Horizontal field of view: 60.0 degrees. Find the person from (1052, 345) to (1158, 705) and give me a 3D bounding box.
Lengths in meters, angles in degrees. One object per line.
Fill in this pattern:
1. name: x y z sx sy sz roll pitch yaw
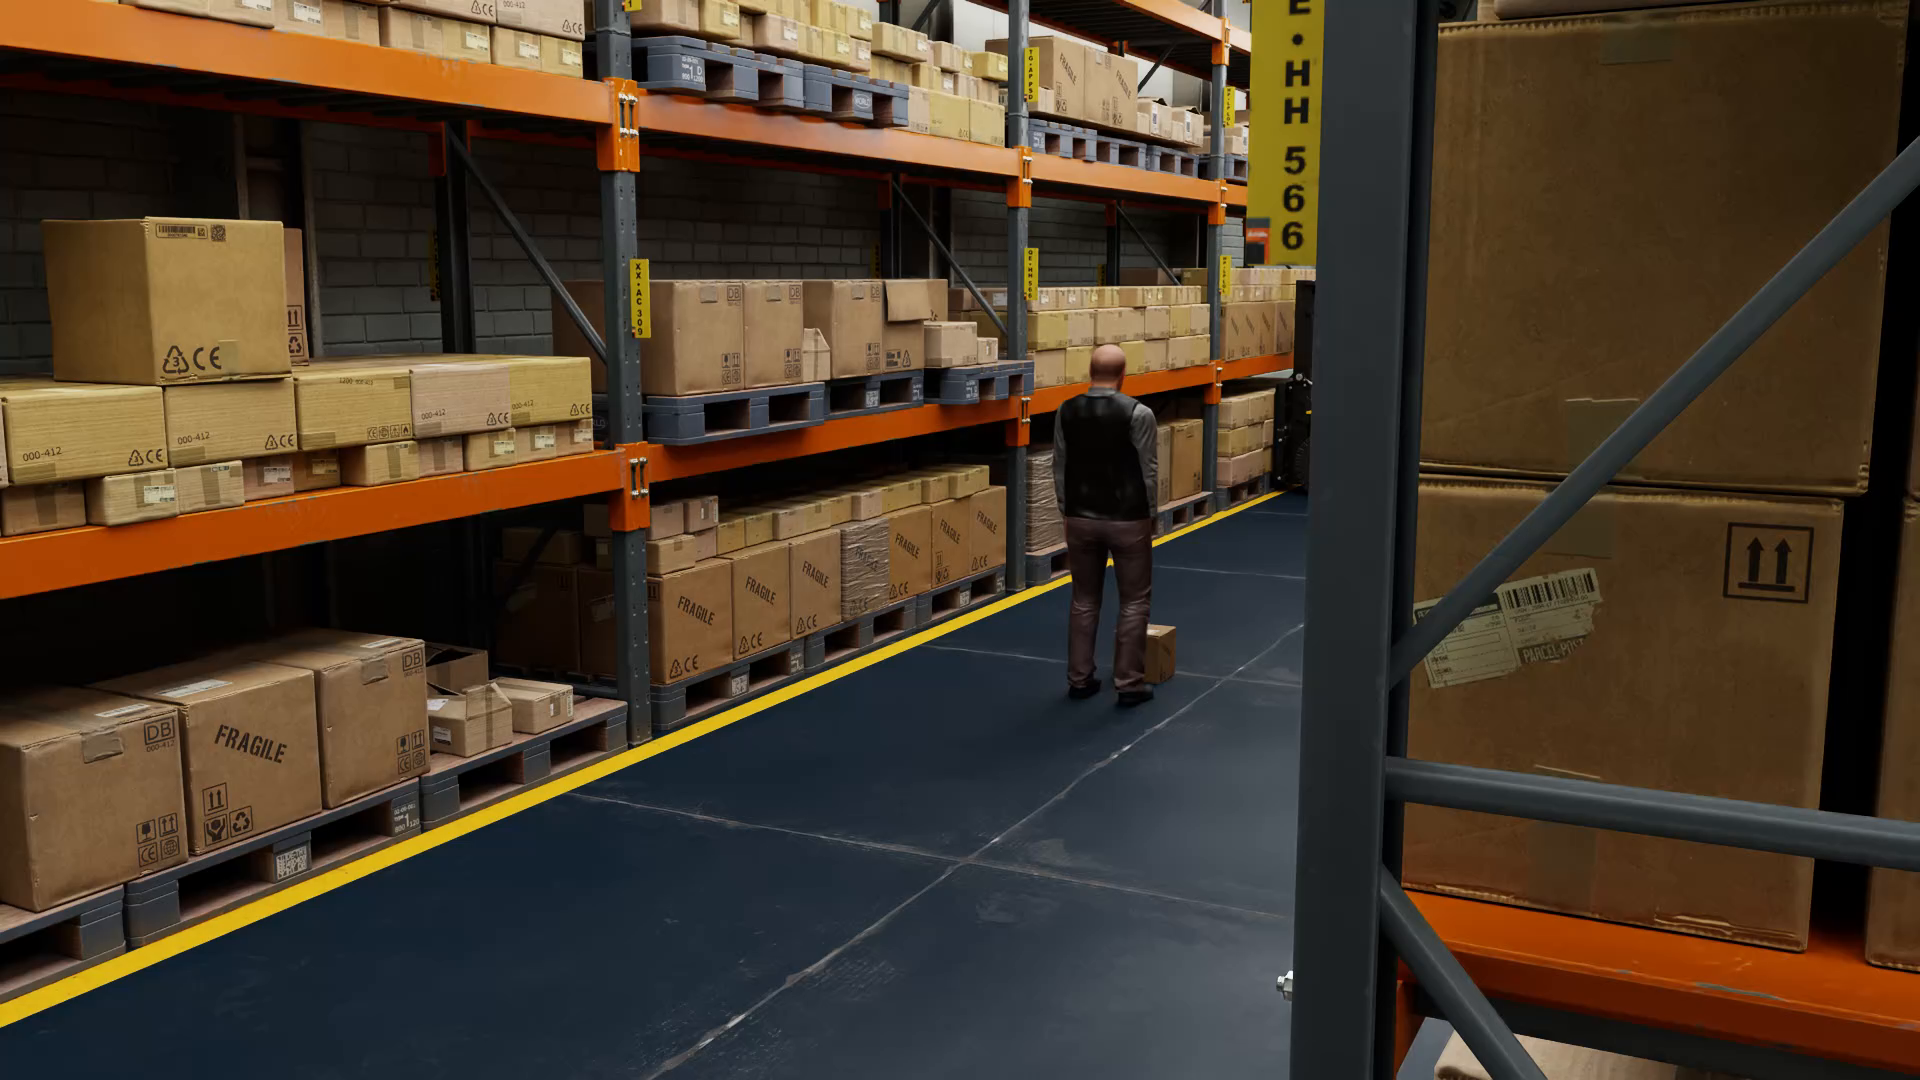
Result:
1. person: 0.696 -0.075 7.987 0.536 1.713 0.356 5 10 27
